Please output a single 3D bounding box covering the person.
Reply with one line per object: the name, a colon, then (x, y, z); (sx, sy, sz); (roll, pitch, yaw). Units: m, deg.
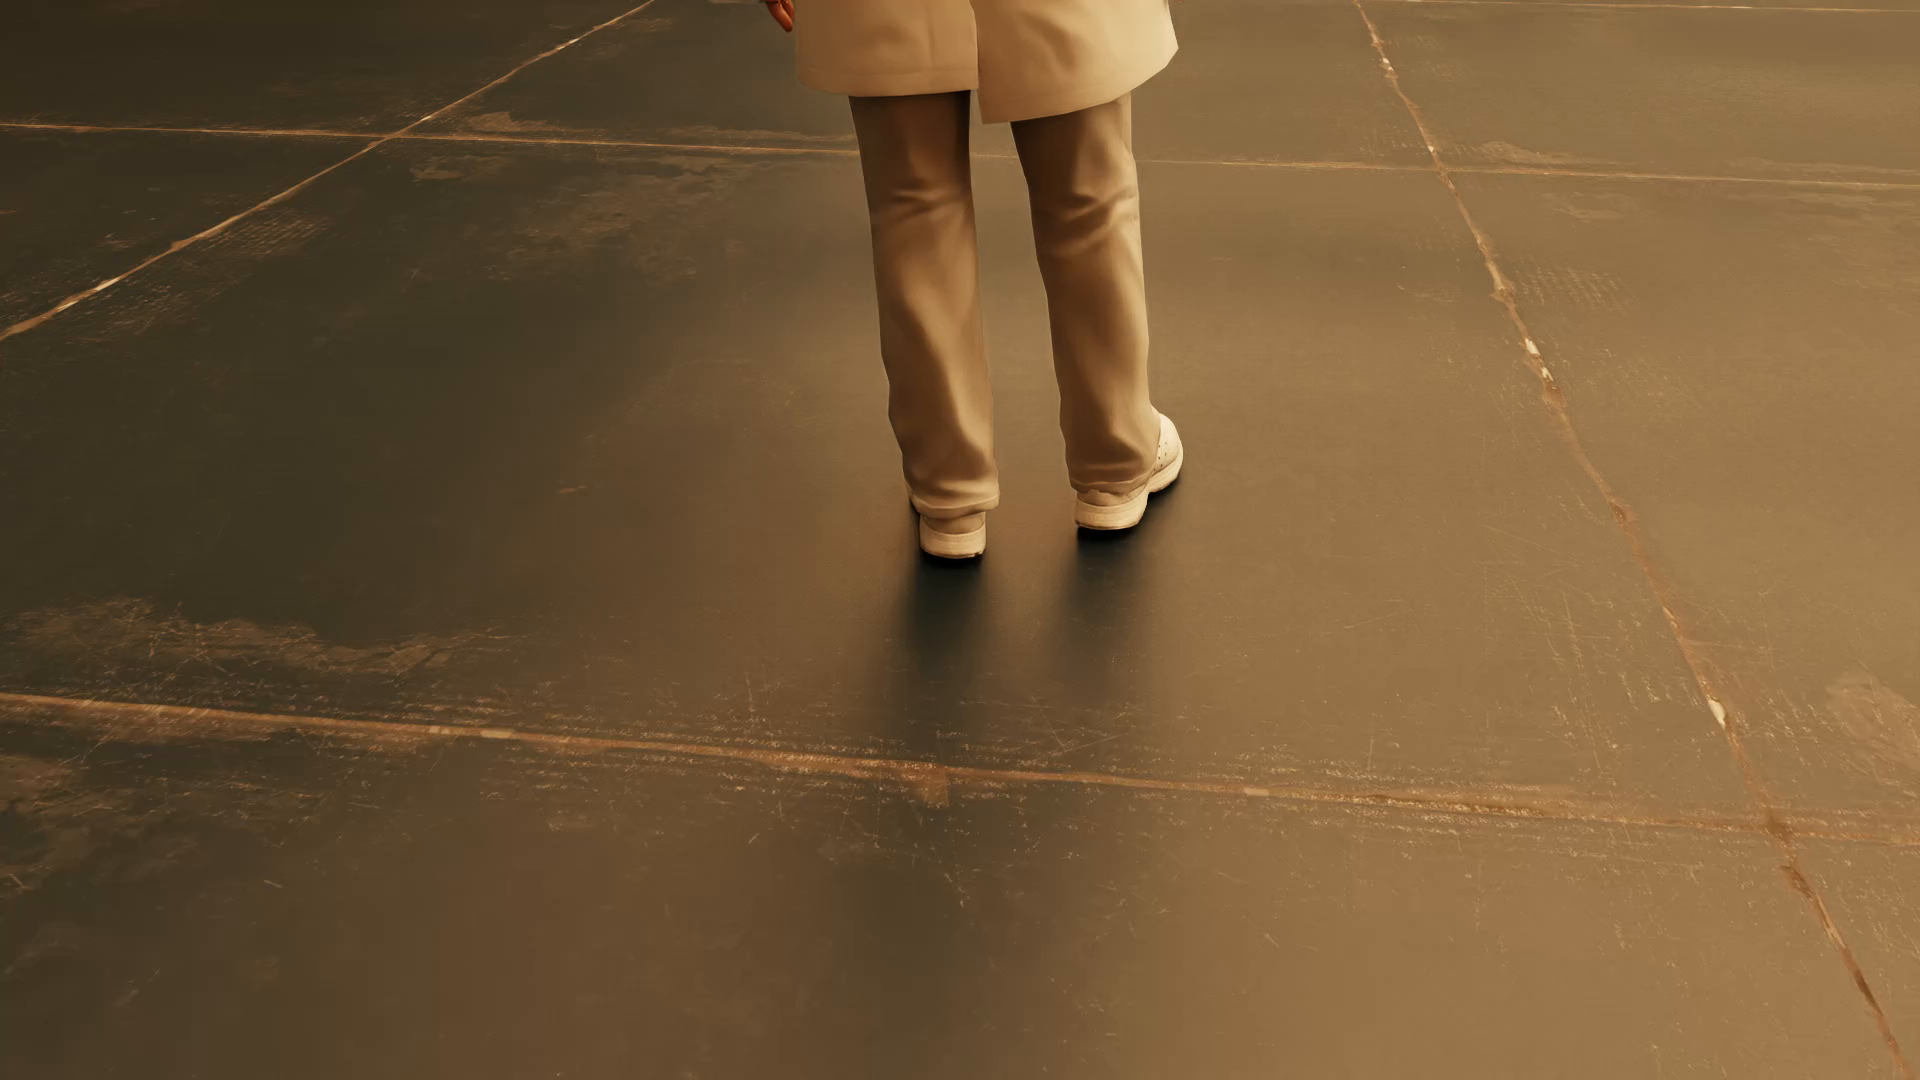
person: (0.017, -0.841, 2.180); (0.694, 1.775, 0.581); (3, 27, 7)
